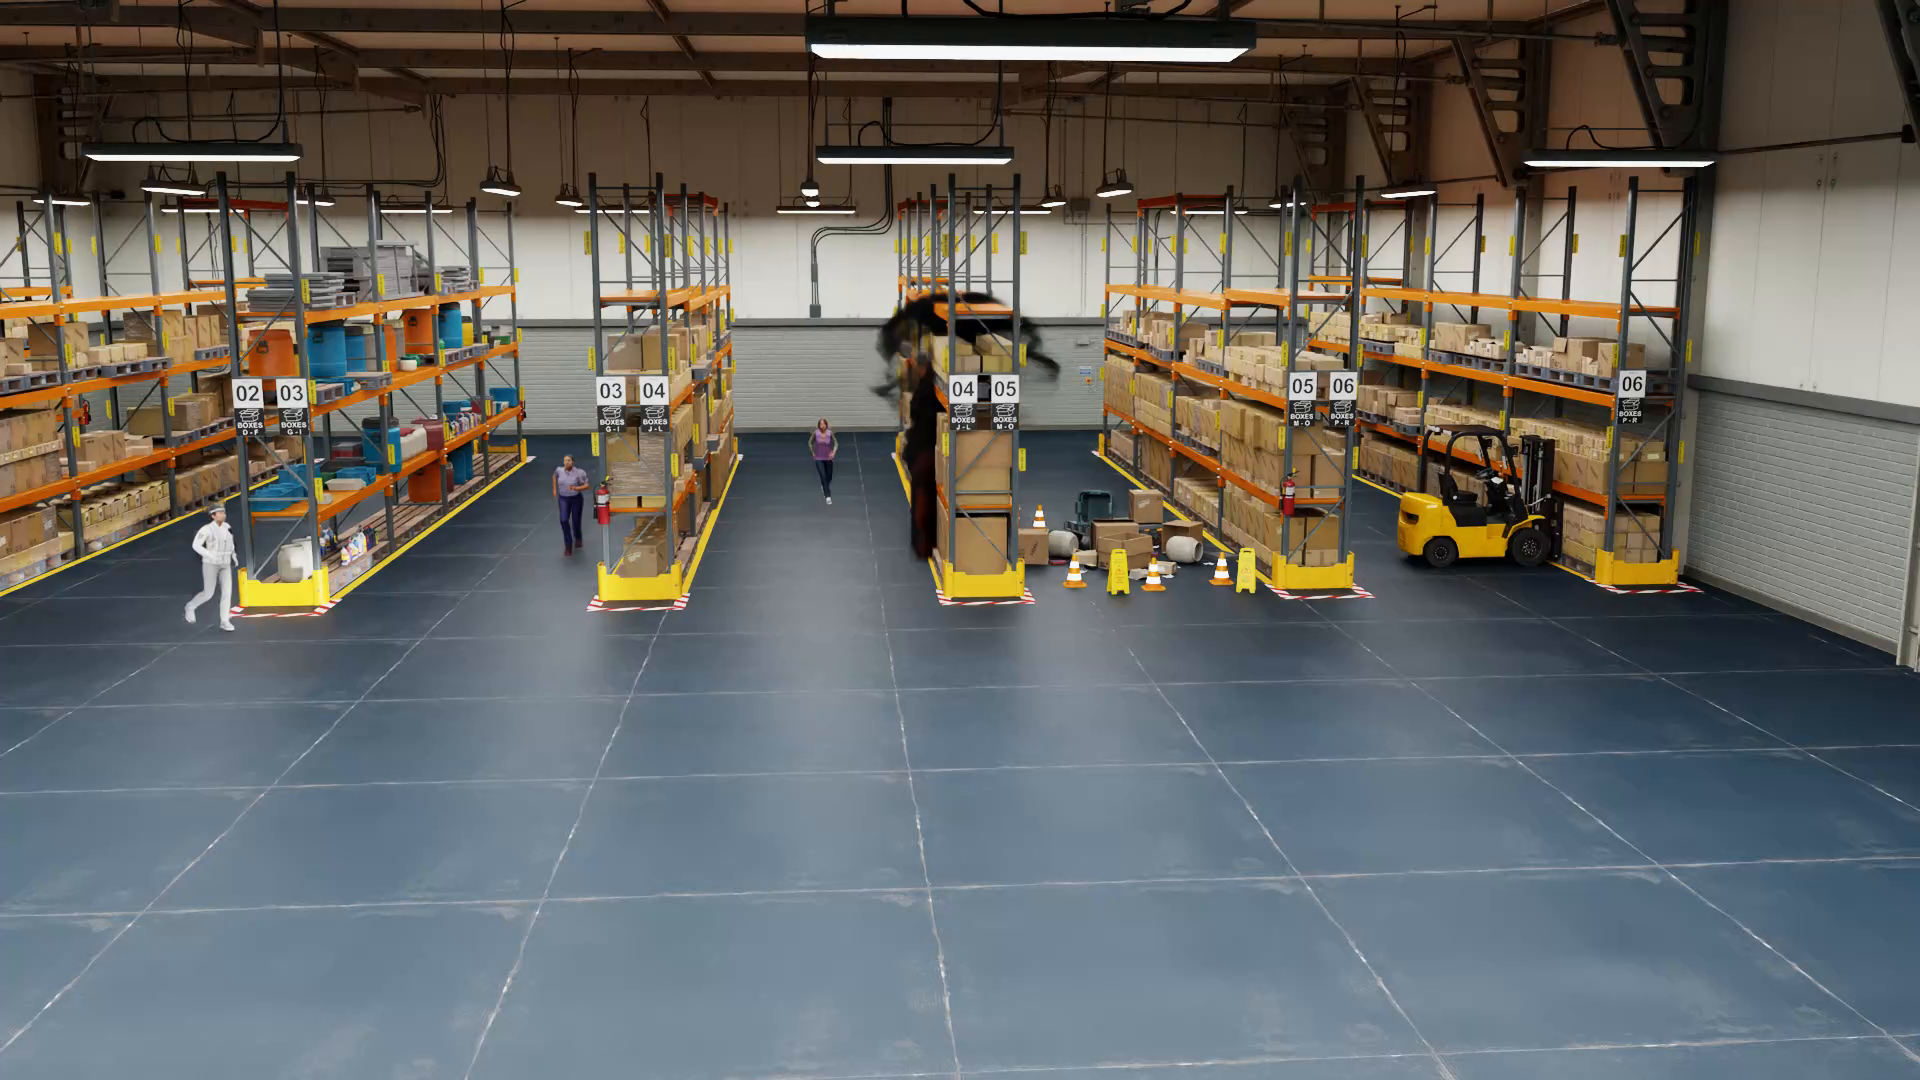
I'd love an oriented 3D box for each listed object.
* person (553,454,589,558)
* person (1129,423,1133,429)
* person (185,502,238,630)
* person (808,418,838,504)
[{"bbox_3d":[-6.398,-0.592,27.413,0.627,1.695,0.877,0,10,-2],"label":"person"},{"bbox_3d":[4.406,-3.112,41.310,0.900,1.778,0.726,6,12,30],"label":"person"},{"bbox_3d":[-9.829,0.325,22.049,0.883,1.650,0.671,6,12,30],"label":"person"},{"bbox_3d":[-2.548,-1.486,31.006,0.559,1.580,0.619,-1,10,-7],"label":"person"}]
